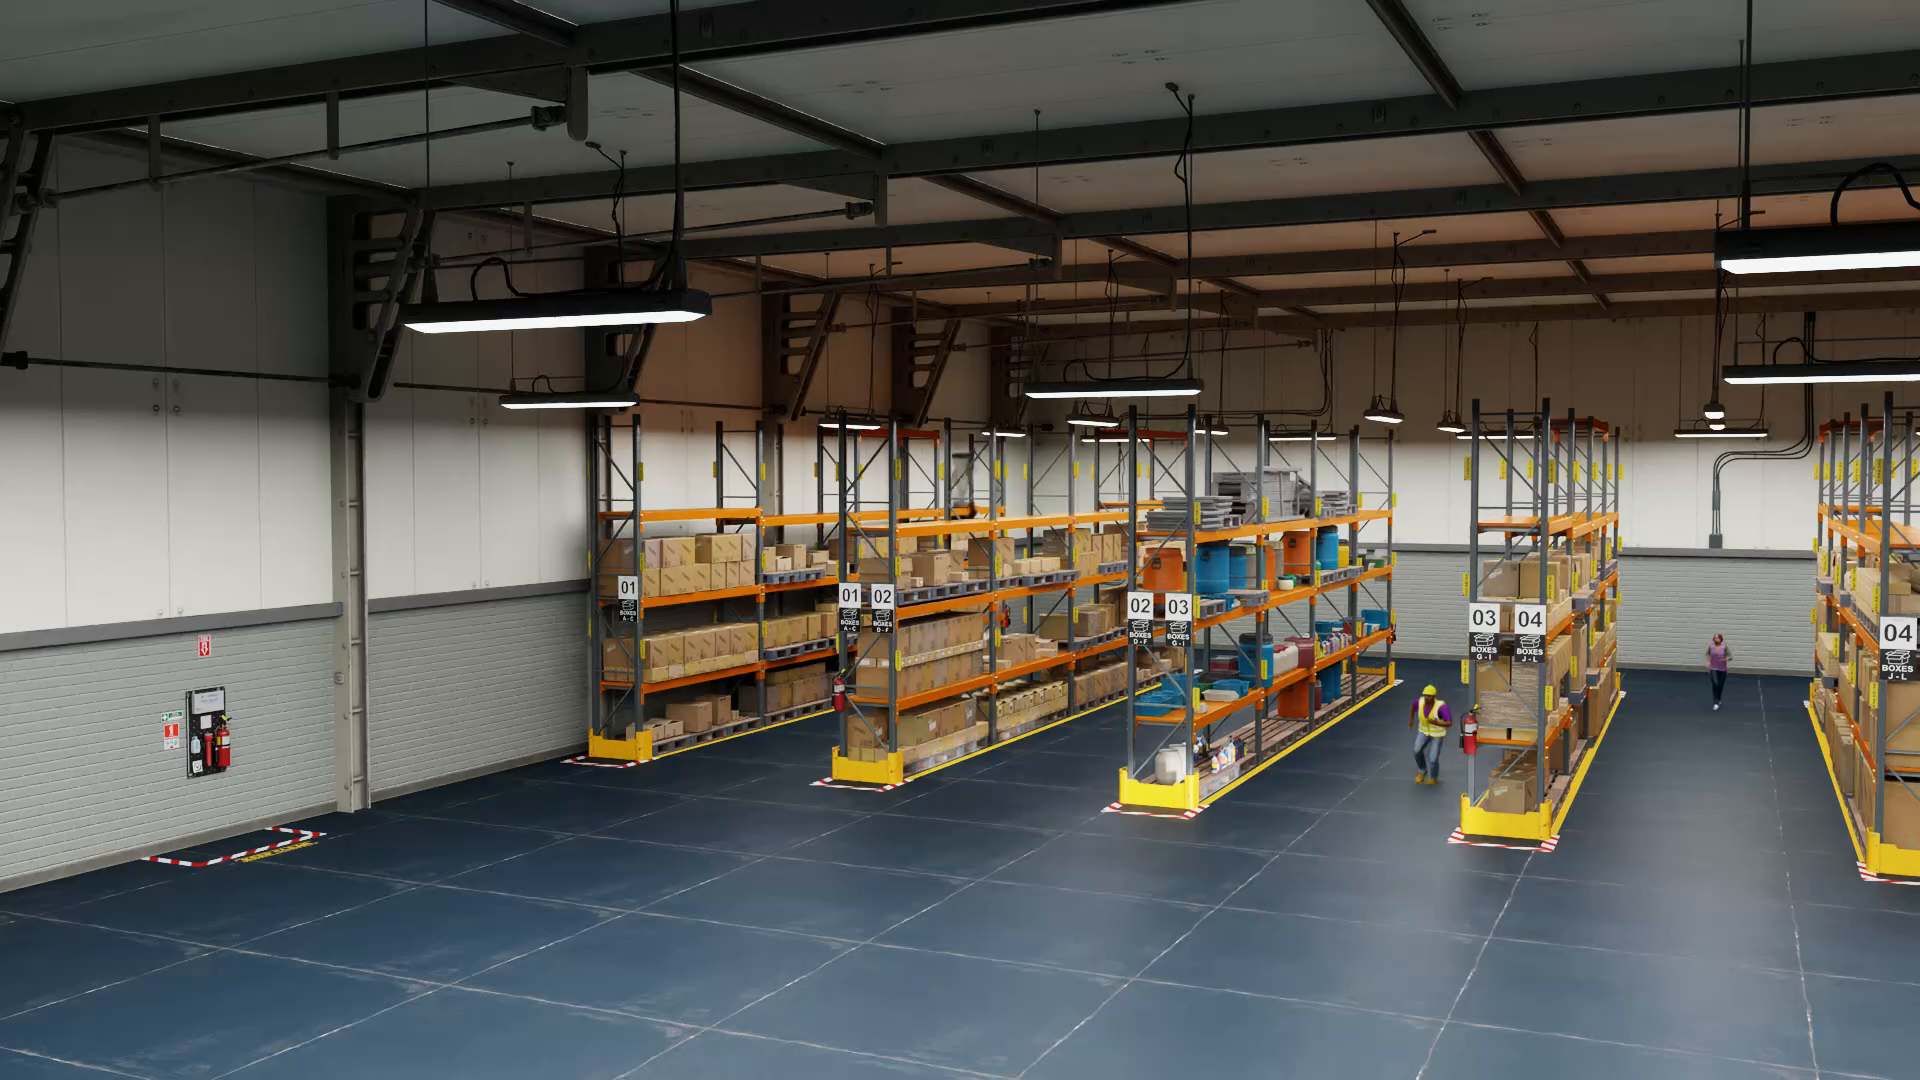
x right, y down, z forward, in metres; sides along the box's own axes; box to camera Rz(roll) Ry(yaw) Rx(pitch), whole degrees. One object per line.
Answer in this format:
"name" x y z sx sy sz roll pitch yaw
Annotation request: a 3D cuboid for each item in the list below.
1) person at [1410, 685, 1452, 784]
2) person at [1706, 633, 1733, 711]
"person" 7.486 3.107 26.499 0.765 1.647 0.832 1 3 30
"person" 15.993 2.761 35.040 0.524 1.611 0.820 1 3 25
